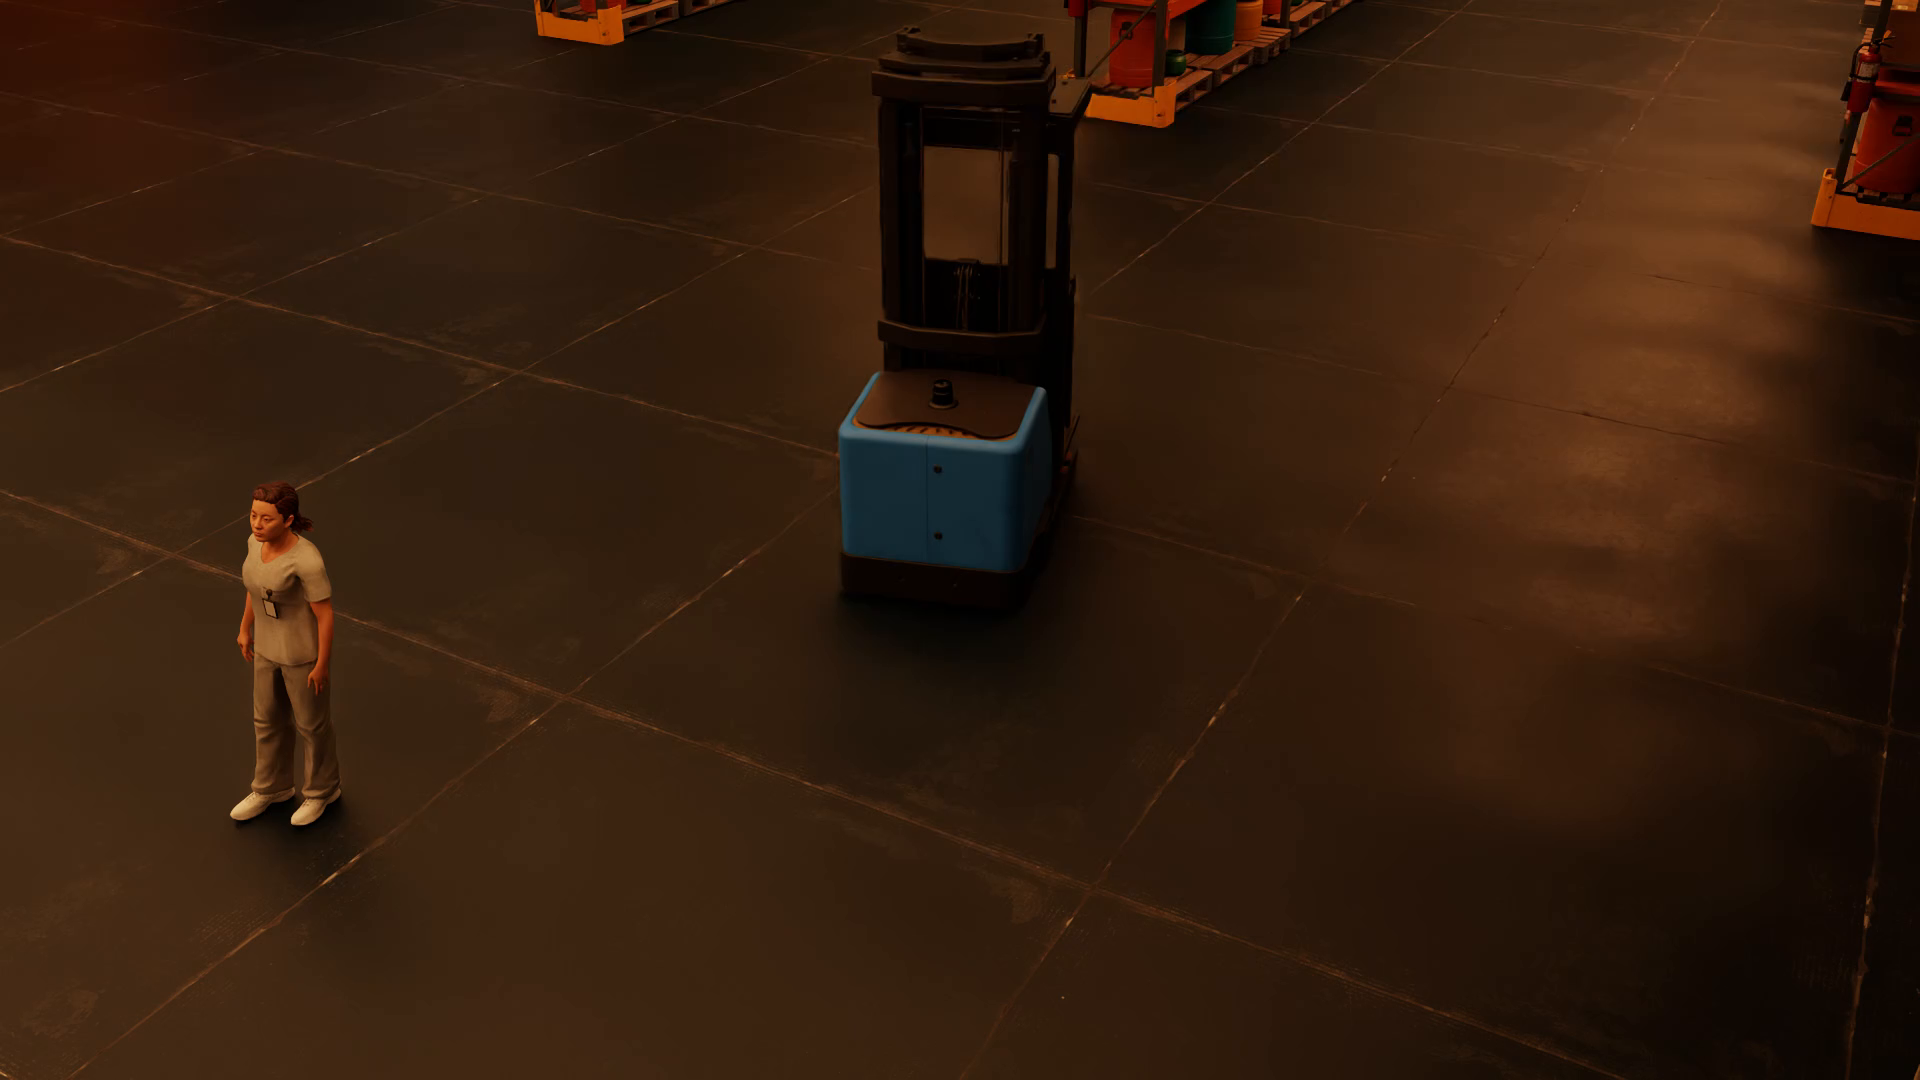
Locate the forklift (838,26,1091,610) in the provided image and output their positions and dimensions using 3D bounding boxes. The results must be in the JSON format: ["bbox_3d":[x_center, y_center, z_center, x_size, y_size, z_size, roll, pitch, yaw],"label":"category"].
[{"bbox_3d":[0.139,-1.604,9.850,1.130,2.935,3.031,6,31,10],"label":"forklift"}]

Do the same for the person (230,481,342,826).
[{"bbox_3d":[-3.030,0.527,7.398,0.549,1.675,0.549,16,34,26],"label":"person"}]
